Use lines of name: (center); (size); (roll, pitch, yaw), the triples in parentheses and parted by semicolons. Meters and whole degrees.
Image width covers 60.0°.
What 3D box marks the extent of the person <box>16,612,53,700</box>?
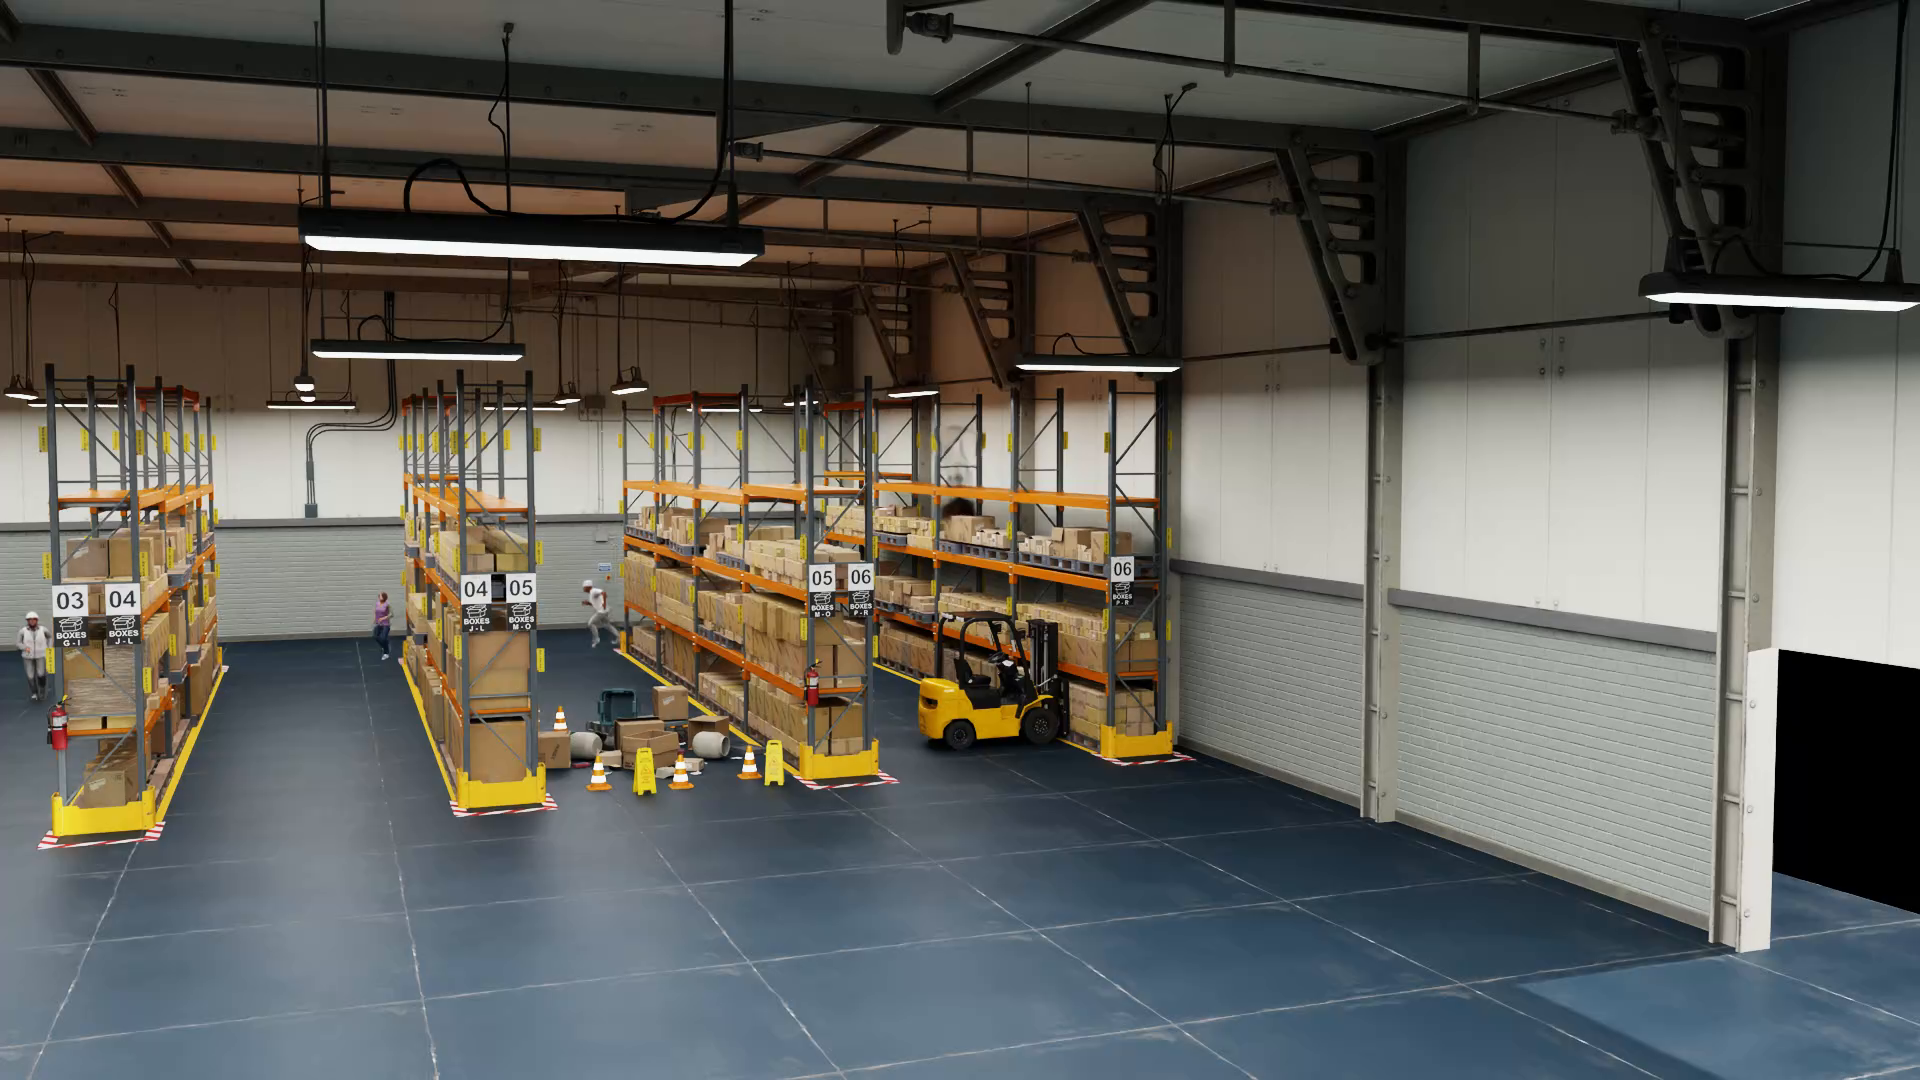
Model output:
person: (-17.861, 2.246, 32.115); (0.633, 1.730, 0.719); (-2, 4, -27)

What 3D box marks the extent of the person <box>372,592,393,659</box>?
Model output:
person: (-13.381, 1.982, 38.481); (0.533, 1.567, 0.544); (1, 3, 12)

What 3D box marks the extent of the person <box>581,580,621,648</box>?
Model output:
person: (-8.740, 1.823, 40.626); (1.000, 1.711, 0.742); (-1, 3, -17)
